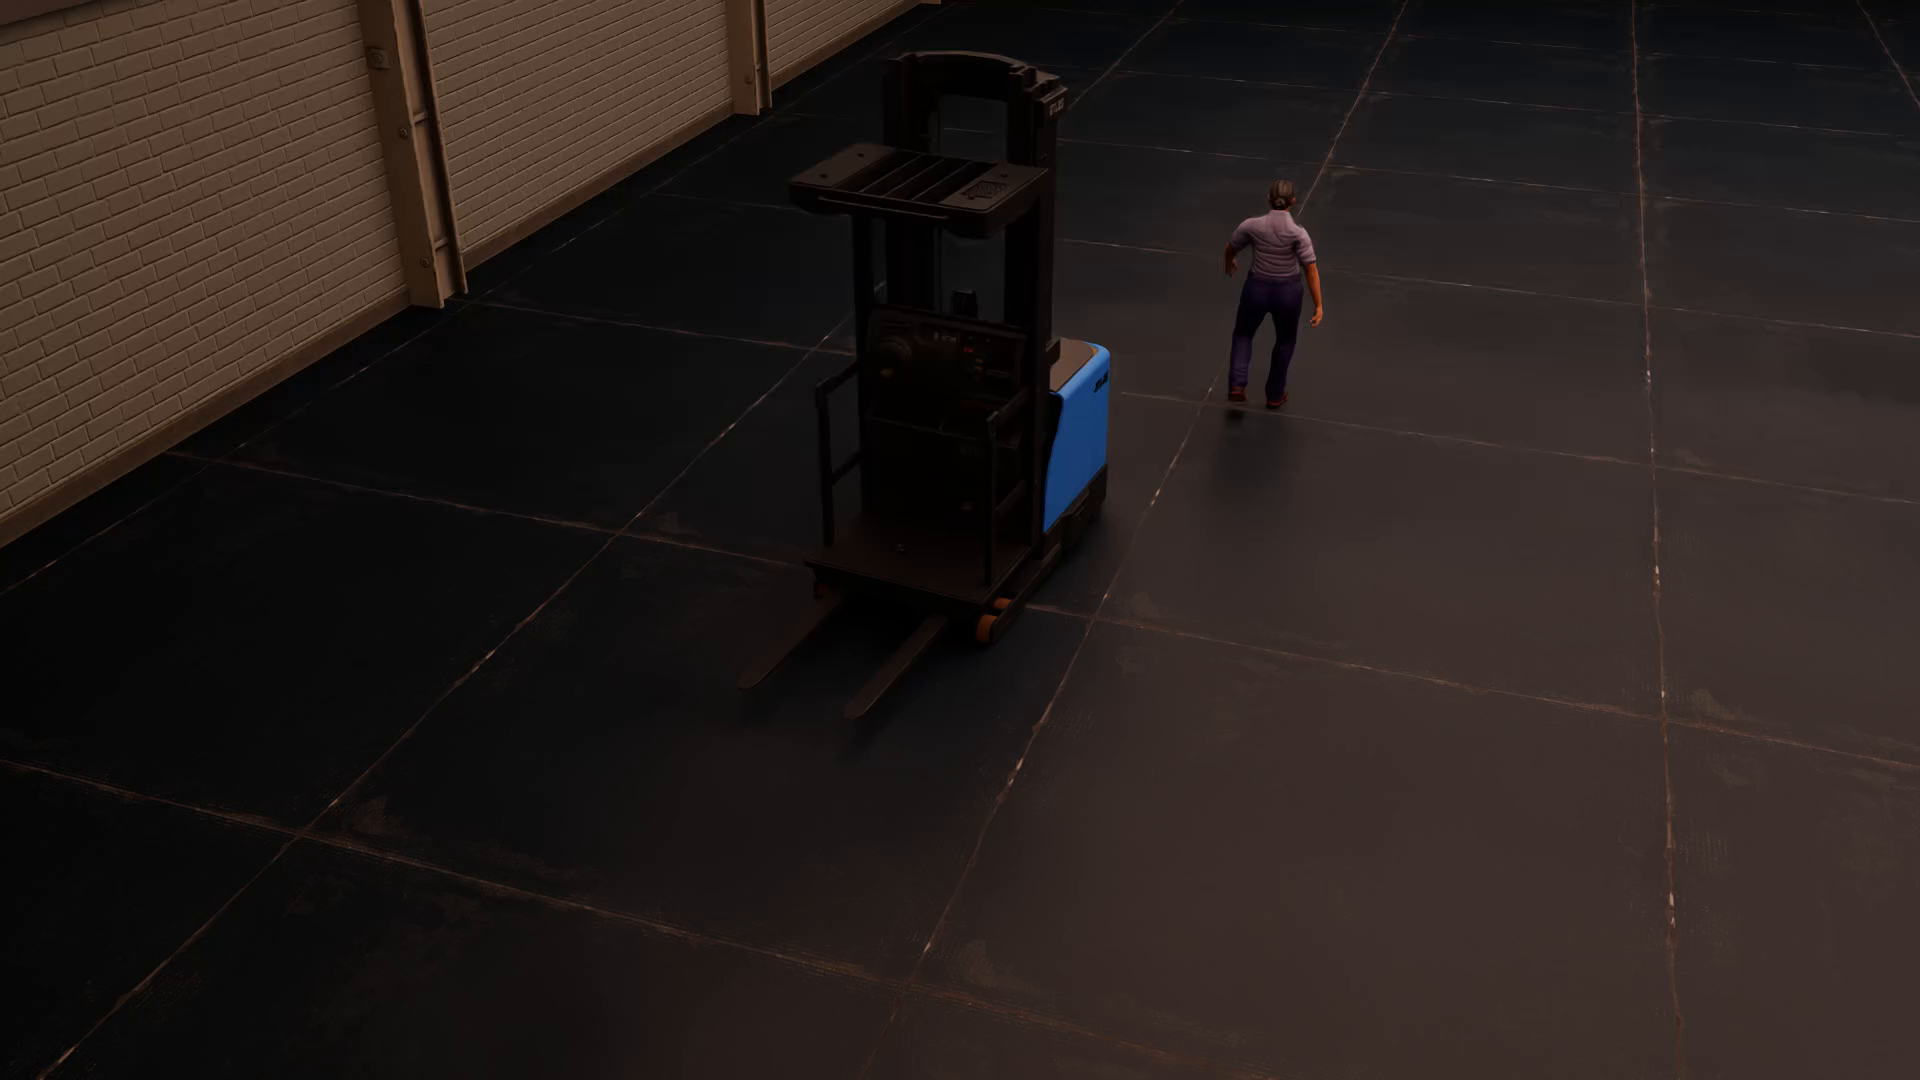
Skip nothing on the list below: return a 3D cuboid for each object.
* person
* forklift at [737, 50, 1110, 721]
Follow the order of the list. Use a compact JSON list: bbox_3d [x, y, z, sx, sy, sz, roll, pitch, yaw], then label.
[{"bbox_3d":[2.126,-1.657,11.364,0.751,1.632,0.605,10,31,17],"label":"person"},{"bbox_3d":[-0.173,-0.949,8.801,1.130,2.935,3.031,13,32,22],"label":"forklift"}]
